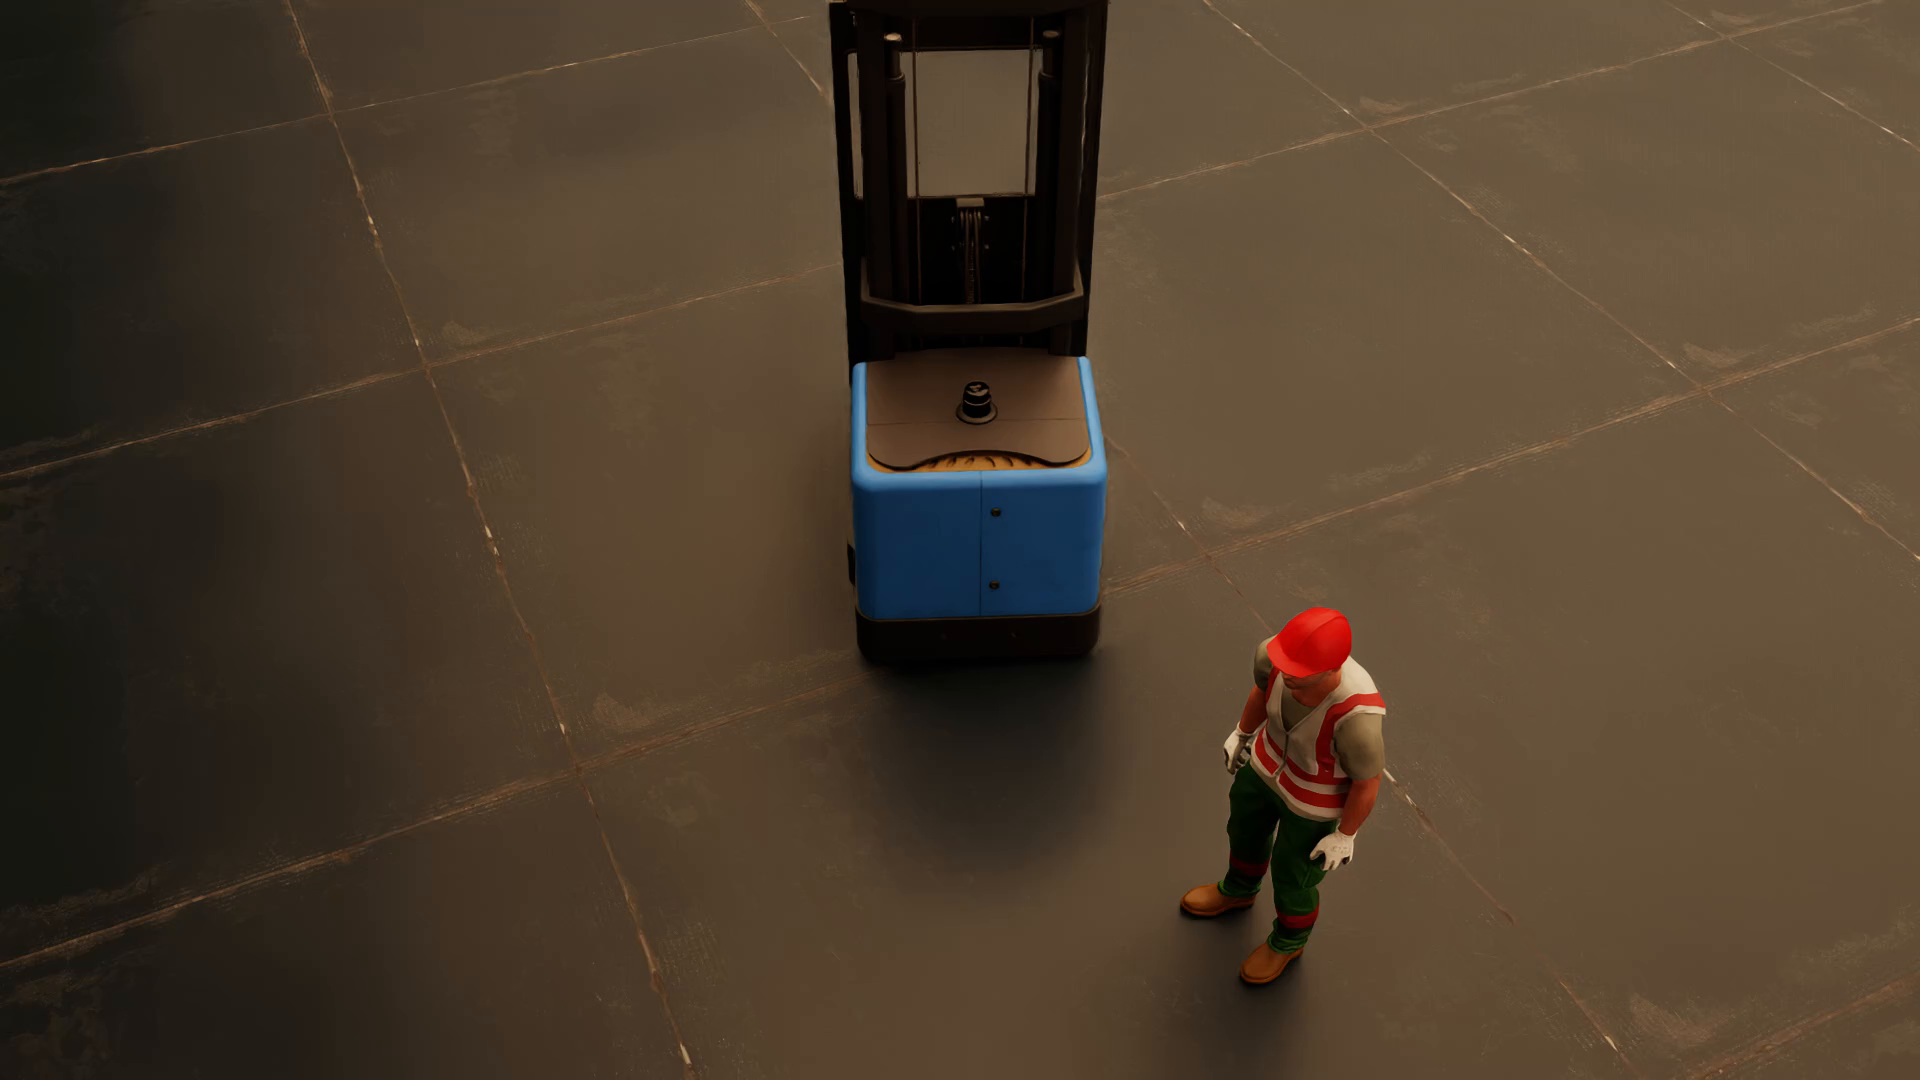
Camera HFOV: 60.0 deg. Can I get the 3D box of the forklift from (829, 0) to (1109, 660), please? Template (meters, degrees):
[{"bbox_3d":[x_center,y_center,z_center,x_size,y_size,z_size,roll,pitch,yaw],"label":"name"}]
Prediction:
[{"bbox_3d":[0.022,-1.545,7.335,1.130,2.935,3.031,-2,43,-2],"label":"forklift"}]

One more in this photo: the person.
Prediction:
[{"bbox_3d":[1.117,0.840,5.629,0.451,1.777,0.610,-23,48,-23],"label":"person"}]
